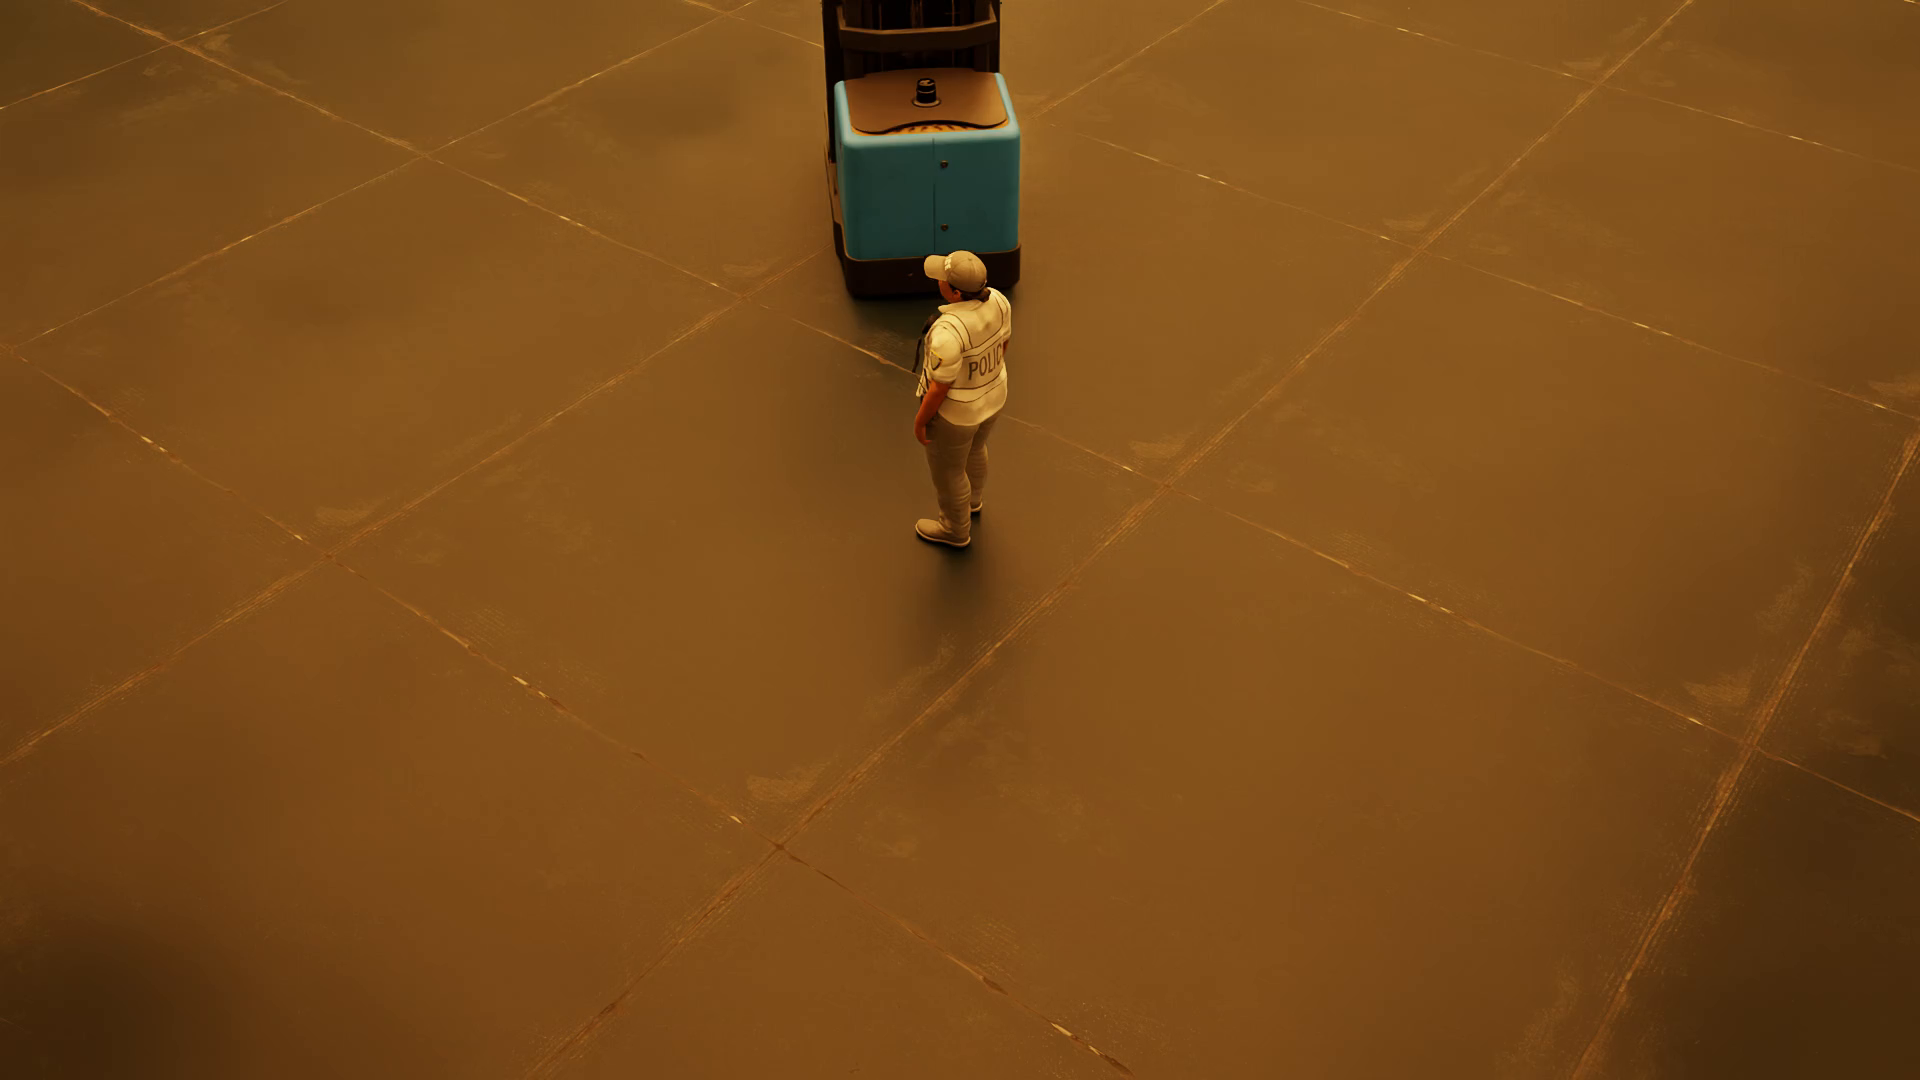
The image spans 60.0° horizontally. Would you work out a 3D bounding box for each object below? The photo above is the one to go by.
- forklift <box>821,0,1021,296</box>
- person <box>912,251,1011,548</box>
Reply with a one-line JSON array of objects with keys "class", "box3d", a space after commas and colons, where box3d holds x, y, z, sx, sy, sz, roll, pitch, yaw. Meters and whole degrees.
[{"class": "forklift", "box3d": [-0.328, -3.526, 10.210, 1.130, 2.935, 3.031, -4, 41, -5]}, {"class": "person", "box3d": [-0.047, -0.682, 7.836, 0.529, 1.670, 0.599, 26, 47, 28]}]
